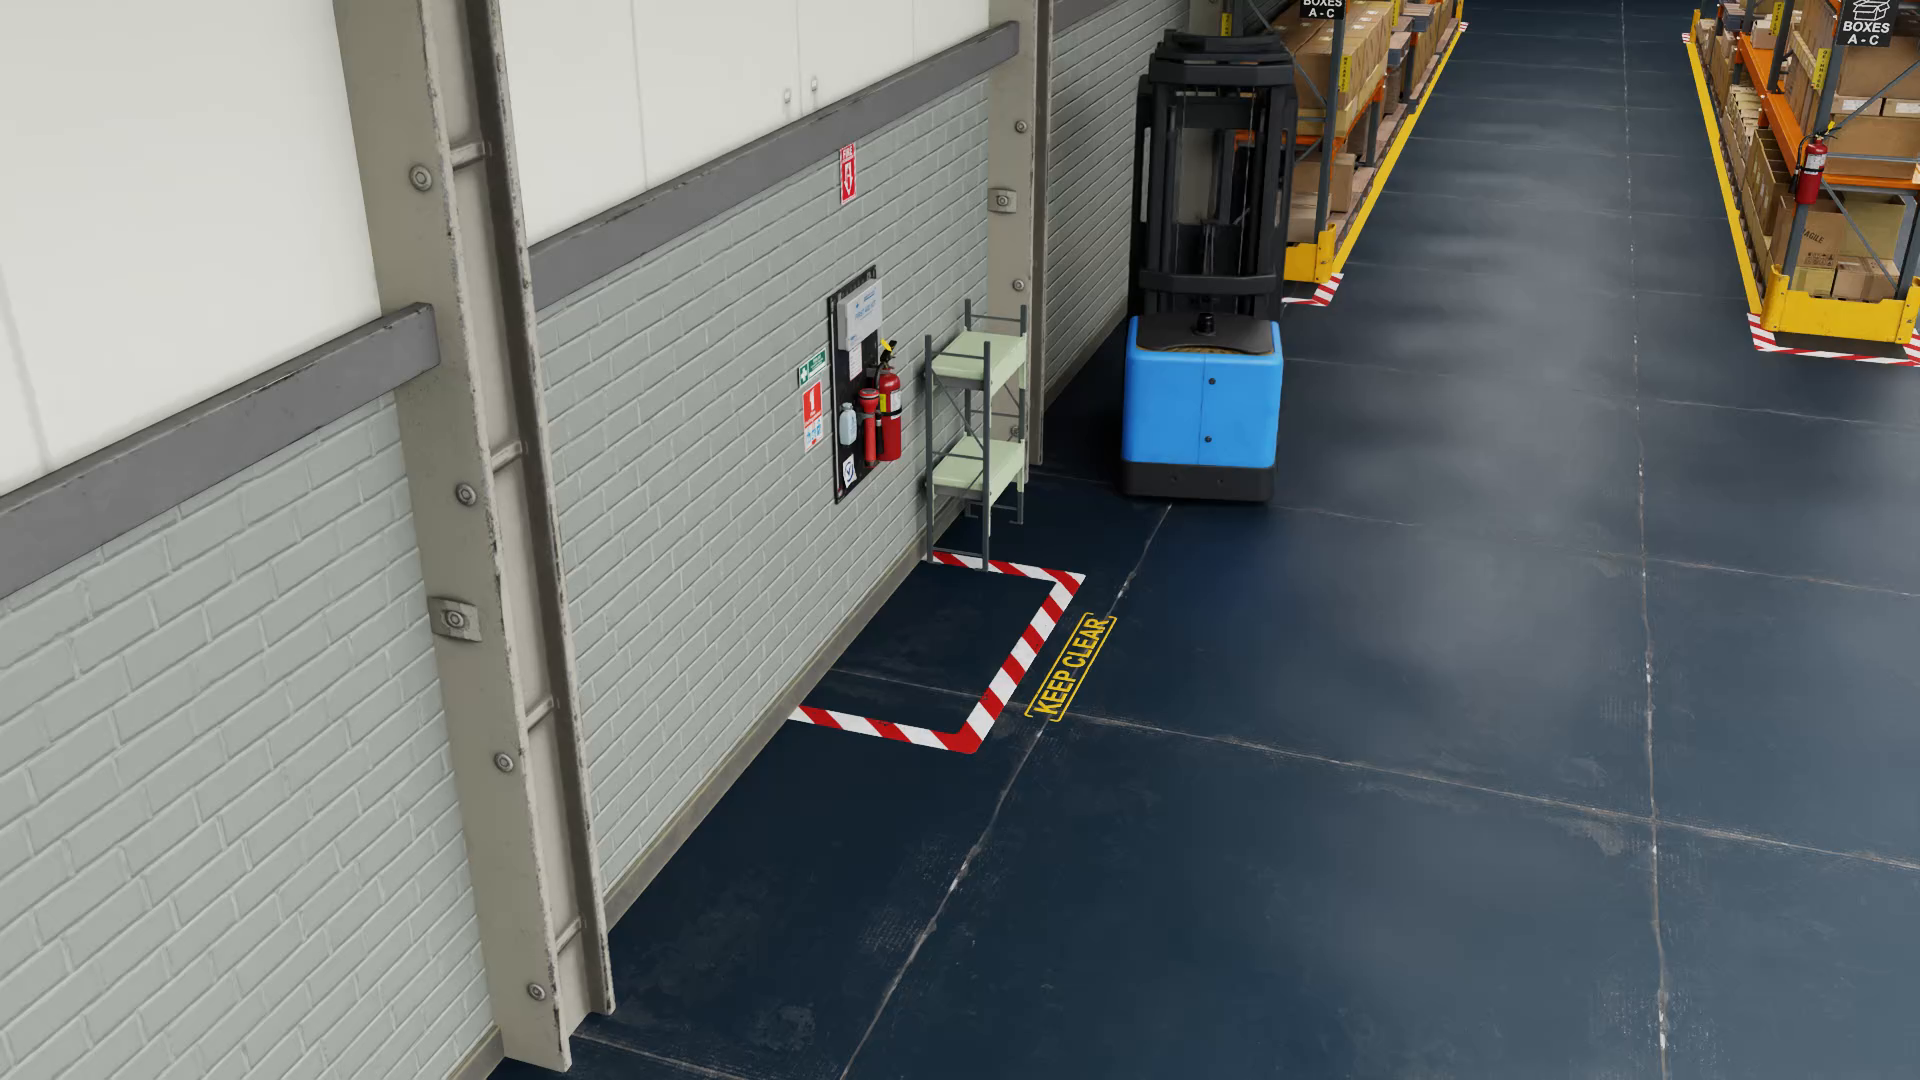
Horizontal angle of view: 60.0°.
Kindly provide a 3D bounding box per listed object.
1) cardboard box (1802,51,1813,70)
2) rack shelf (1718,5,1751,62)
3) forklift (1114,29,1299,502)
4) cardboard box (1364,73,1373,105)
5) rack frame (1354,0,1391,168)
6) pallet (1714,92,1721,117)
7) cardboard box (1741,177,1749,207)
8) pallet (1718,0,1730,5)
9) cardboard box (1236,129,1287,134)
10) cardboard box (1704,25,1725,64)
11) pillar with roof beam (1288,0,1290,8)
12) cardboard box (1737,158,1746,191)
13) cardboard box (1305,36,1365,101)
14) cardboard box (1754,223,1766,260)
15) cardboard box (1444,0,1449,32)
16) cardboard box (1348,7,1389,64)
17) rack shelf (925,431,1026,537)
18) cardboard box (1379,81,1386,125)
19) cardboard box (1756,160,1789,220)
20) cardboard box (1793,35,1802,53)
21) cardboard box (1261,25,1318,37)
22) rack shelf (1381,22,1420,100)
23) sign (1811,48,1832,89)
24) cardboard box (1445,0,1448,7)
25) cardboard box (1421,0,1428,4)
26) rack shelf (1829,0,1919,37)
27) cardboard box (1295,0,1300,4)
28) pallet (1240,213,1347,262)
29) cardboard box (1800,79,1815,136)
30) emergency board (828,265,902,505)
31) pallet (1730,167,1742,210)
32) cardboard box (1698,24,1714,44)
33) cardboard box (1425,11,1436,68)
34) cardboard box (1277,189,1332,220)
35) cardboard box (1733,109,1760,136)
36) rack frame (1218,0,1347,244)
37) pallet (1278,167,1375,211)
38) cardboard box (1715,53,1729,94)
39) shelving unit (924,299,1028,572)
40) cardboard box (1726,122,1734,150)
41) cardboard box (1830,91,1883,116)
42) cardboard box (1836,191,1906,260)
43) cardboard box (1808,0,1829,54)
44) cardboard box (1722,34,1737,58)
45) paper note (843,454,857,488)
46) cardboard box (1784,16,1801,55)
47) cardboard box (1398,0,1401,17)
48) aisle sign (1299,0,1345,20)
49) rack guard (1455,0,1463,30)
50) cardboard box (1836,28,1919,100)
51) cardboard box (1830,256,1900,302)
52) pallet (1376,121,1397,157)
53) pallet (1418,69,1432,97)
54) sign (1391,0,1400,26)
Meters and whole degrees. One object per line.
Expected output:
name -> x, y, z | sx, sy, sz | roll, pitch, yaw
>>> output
cardboard box -> 8.266, -4.551, 15.848 | 0.380, 0.149, 0.250 | 8, 27, 16
rack shelf -> 10.960, -6.968, 22.526 | 1.077, 0.370, 4.000 | 9, 27, 17
forklift -> 1.773, -2.189, 11.907 | 1.130, 2.935, 3.031 | 3, 26, 7
cardboard box -> 3.926, -4.627, 17.013 | 0.500, 0.250, 0.500 | 9, 27, 18
rack frame -> 4.291, -5.543, 18.757 | 1.000, 3.000, 0.127 | 9, 27, 17
pallet -> 10.986, -6.016, 22.934 | 1.003, 0.211, 1.213 | 9, 27, 17
cardboard box -> 8.523, -3.631, 17.481 | 0.500, 0.250, 0.500 | 9, 27, 17
pallet -> 11.257, -7.715, 23.463 | 1.003, 0.211, 1.213 | 9, 27, 17
cardboard box -> 2.932, -4.061, 15.845 | 0.500, 0.250, 0.500 | 9, 27, 18
cardboard box -> 11.547, -7.462, 25.084 | 0.500, 0.500, 0.500 | 9, 27, 17
pillar with roof beam -> 8.433, -8.854, 18.711 | 9.100, 9.000, 0.400 | 9, 27, 17
cardboard box -> 8.828, -3.990, 18.223 | 0.500, 0.250, 0.500 | 8, 27, 17
cardboard box -> 3.576, -4.533, 15.959 | 0.500, 0.500, 0.500 | 9, 27, 18
cardboard box -> 7.852, -2.810, 15.786 | 0.500, 0.250, 0.500 | 9, 27, 17
cardboard box -> 7.812, -8.824, 27.919 | 0.700, 0.500, 0.500 | 8, 27, 16
cardboard box -> 4.264, -5.377, 17.703 | 0.500, 0.500, 0.500 | 9, 27, 17
rack shelf -> 0.104, -0.364, 10.529 | 0.431, 0.370, 0.720 | 9, 27, 17
cardboard box -> 5.012, -5.554, 21.142 | 0.700, 0.500, 0.500 | 9, 27, 17
cardboard box -> 8.017, -3.354, 16.047 | 0.500, 0.500, 0.500 | 9, 27, 17
cardboard box -> 8.608, -4.978, 16.730 | 0.380, 0.149, 0.250 | 9, 27, 18
cardboard box -> 3.261, -4.822, 16.555 | 0.500, 0.500, 0.500 | 8, 27, 16
rack shelf -> 4.956, -6.042, 20.611 | 1.077, 0.370, 4.000 | 9, 27, 17
sign -> 7.125, -3.895, 13.752 | 0.100, 0.325, 0.005 | 9, 27, 17
cardboard box -> 7.758, -8.808, 27.142 | 0.380, 0.149, 0.250 | 8, 27, 16
cardboard box -> 6.210, -7.384, 22.824 | 0.380, 0.149, 0.250 | 10, 27, 19
rack shelf -> 8.298, -5.031, 15.082 | 1.077, 0.370, 4.000 | 9, 27, 17
cardboard box -> 3.937, -5.660, 18.286 | 0.500, 0.500, 0.500 | 8, 27, 16
pallet -> 3.289, -3.005, 16.713 | 1.003, 0.211, 1.213 | 9, 27, 17
cardboard box -> 8.312, -4.054, 15.567 | 0.700, 0.500, 0.500 | 10, 27, 19
emergency board -> -0.478, -0.837, 9.037 | 0.194, 1.169, 0.643 | 9, 27, 17
pallet -> 9.172, -3.880, 18.521 | 1.003, 0.211, 1.213 | 9, 27, 17
cardboard box -> 12.175, -8.125, 26.740 | 0.500, 0.250, 0.500 | 9, 27, 17
cardboard box -> 6.566, -7.401, 24.578 | 0.750, 0.750, 0.750 | 10, 27, 19
cardboard box -> 3.464, -3.393, 16.896 | 0.500, 0.311, 0.500 | 11, 28, 22
cardboard box -> 9.334, -4.864, 19.383 | 0.500, 0.311, 0.500 | 8, 27, 17
rack frame -> 2.960, -3.900, 15.362 | 1.000, 3.000, 0.127 | 9, 27, 17
pallet -> 4.100, -4.007, 18.784 | 1.003, 0.211, 1.213 | 9, 27, 17
cardboard box -> 10.725, -6.391, 22.871 | 0.500, 0.500, 0.500 | 8, 27, 15
shelving unit -> 0.104, -0.657, 10.387 | 0.431, 1.500, 0.755 | 9, 27, 17
cardboard box -> 9.509, -4.828, 19.953 | 0.500, 0.250, 0.500 | 8, 27, 16
cardboard box -> 7.580, -3.704, 14.100 | 0.380, 0.149, 0.250 | 8, 27, 17
cardboard box -> 8.185, -2.866, 15.039 | 0.500, 0.500, 0.500 | 9, 27, 17
cardboard box -> 8.487, -4.859, 15.739 | 0.700, 0.500, 0.500 | 9, 27, 17
cardboard box -> 10.735, -6.744, 22.740 | 0.500, 0.250, 0.500 | 8, 27, 16
paper note -> -0.602, -0.378, 9.099 | 0.016, 0.148, 0.142 | 9, 27, 17
cardboard box -> 9.576, -5.607, 18.774 | 0.500, 0.500, 0.500 | 9, 27, 18
cardboard box -> 5.081, -6.720, 20.568 | 0.700, 0.500, 0.500 | 9, 27, 17
aisle sign -> 3.218, -4.997, 14.645 | 0.394, 0.787, 0.004 | 9, 27, 17
rack guard -> 8.292, -9.360, 29.507 | 1.175, 0.500, 0.348 | 9, 27, 17
cardboard box -> 7.817, -4.023, 14.014 | 0.700, 0.500, 0.500 | 9, 27, 18
cardboard box -> 8.020, -2.322, 14.778 | 0.500, 0.250, 0.500 | 9, 27, 17
pallet -> 4.953, -5.112, 21.065 | 1.003, 0.211, 1.213 | 9, 27, 17
pallet -> 6.363, -6.745, 24.438 | 1.003, 0.211, 1.213 | 9, 27, 17
sign -> 4.805, -5.858, 18.412 | 0.100, 0.325, 0.005 | 9, 27, 17
